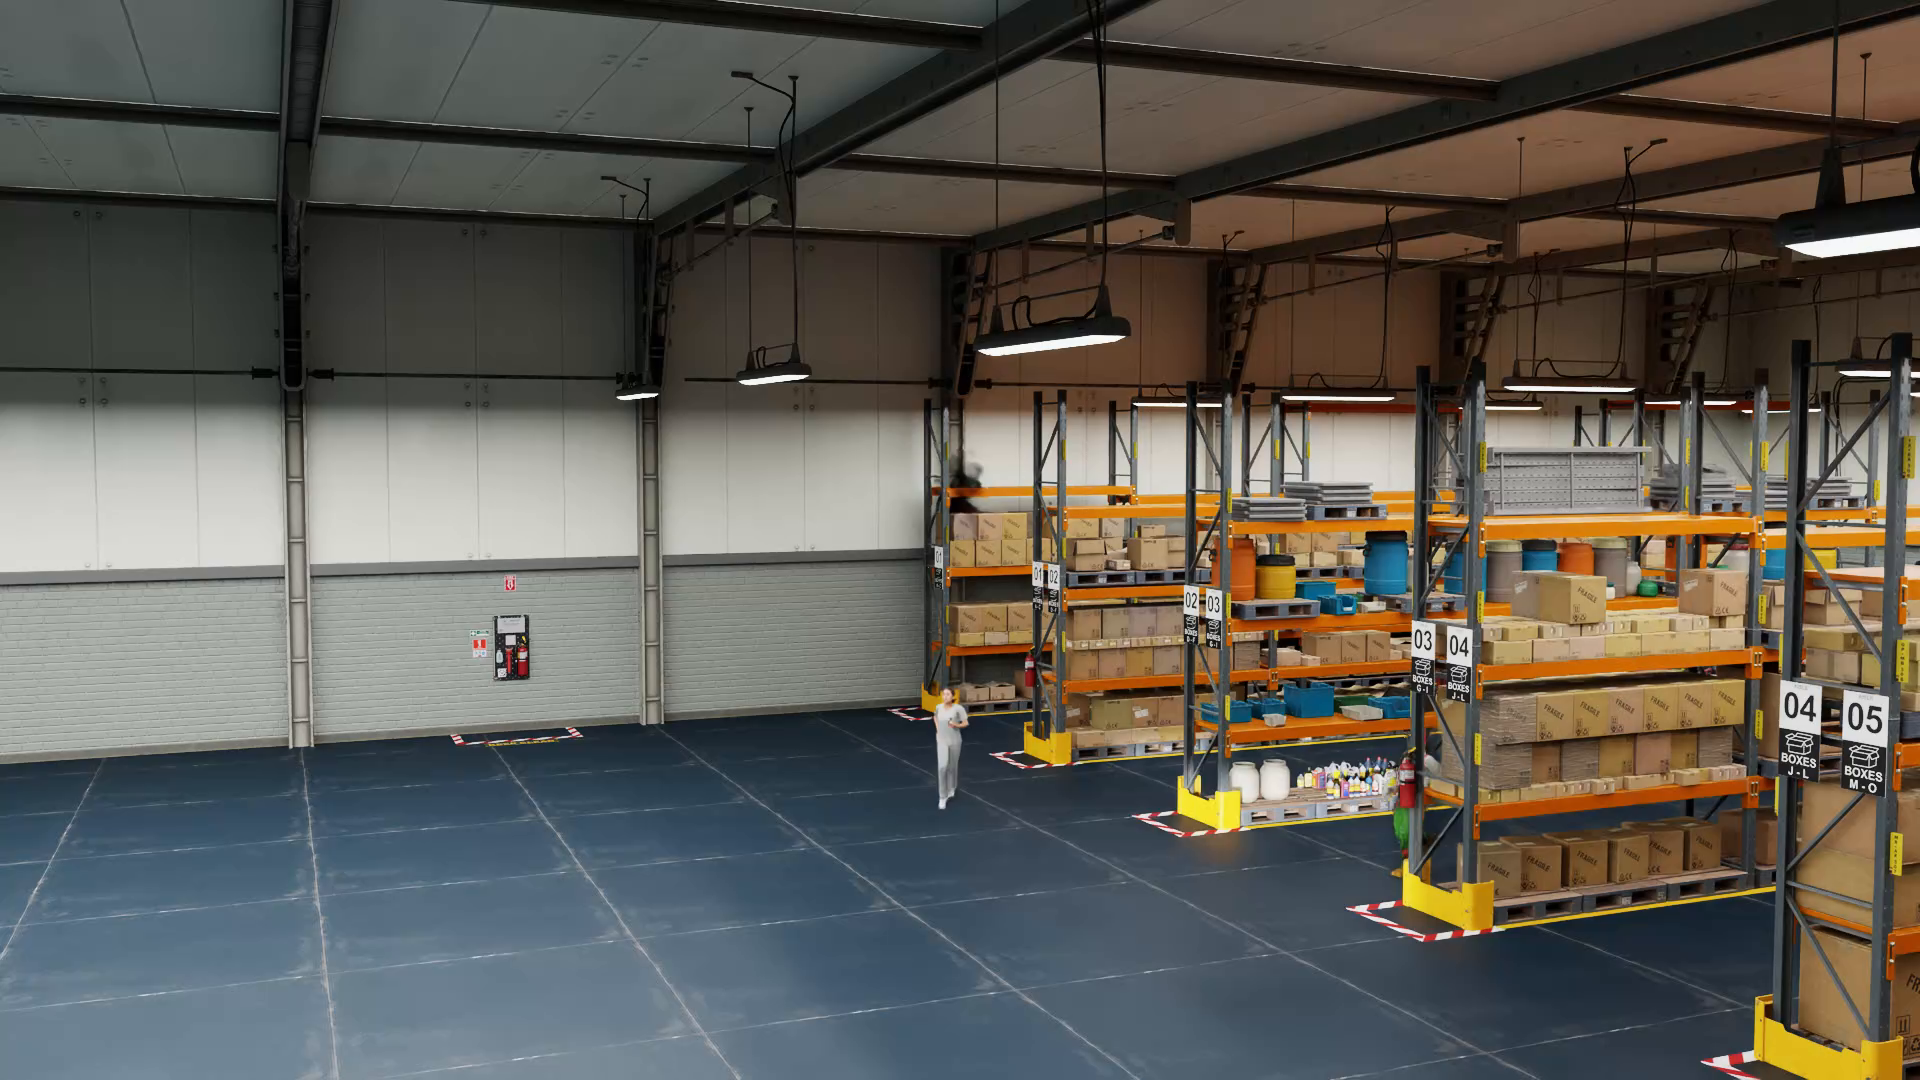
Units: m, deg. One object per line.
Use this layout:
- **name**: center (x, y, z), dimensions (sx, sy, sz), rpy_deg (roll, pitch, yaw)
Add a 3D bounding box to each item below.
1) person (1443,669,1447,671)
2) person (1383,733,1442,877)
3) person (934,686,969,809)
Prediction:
- **person**: center (9.962, 2.355, 33.513), dimensions (0.575, 1.660, 0.558), rpy_deg (-3, 4, -37)
- **person**: center (5.449, 3.125, 19.829), dimensions (0.734, 1.749, 0.653), rpy_deg (-2, 4, -30)
- **person**: center (-0.128, 2.938, 23.755), dimensions (0.541, 1.726, 0.793), rpy_deg (0, 3, 8)
